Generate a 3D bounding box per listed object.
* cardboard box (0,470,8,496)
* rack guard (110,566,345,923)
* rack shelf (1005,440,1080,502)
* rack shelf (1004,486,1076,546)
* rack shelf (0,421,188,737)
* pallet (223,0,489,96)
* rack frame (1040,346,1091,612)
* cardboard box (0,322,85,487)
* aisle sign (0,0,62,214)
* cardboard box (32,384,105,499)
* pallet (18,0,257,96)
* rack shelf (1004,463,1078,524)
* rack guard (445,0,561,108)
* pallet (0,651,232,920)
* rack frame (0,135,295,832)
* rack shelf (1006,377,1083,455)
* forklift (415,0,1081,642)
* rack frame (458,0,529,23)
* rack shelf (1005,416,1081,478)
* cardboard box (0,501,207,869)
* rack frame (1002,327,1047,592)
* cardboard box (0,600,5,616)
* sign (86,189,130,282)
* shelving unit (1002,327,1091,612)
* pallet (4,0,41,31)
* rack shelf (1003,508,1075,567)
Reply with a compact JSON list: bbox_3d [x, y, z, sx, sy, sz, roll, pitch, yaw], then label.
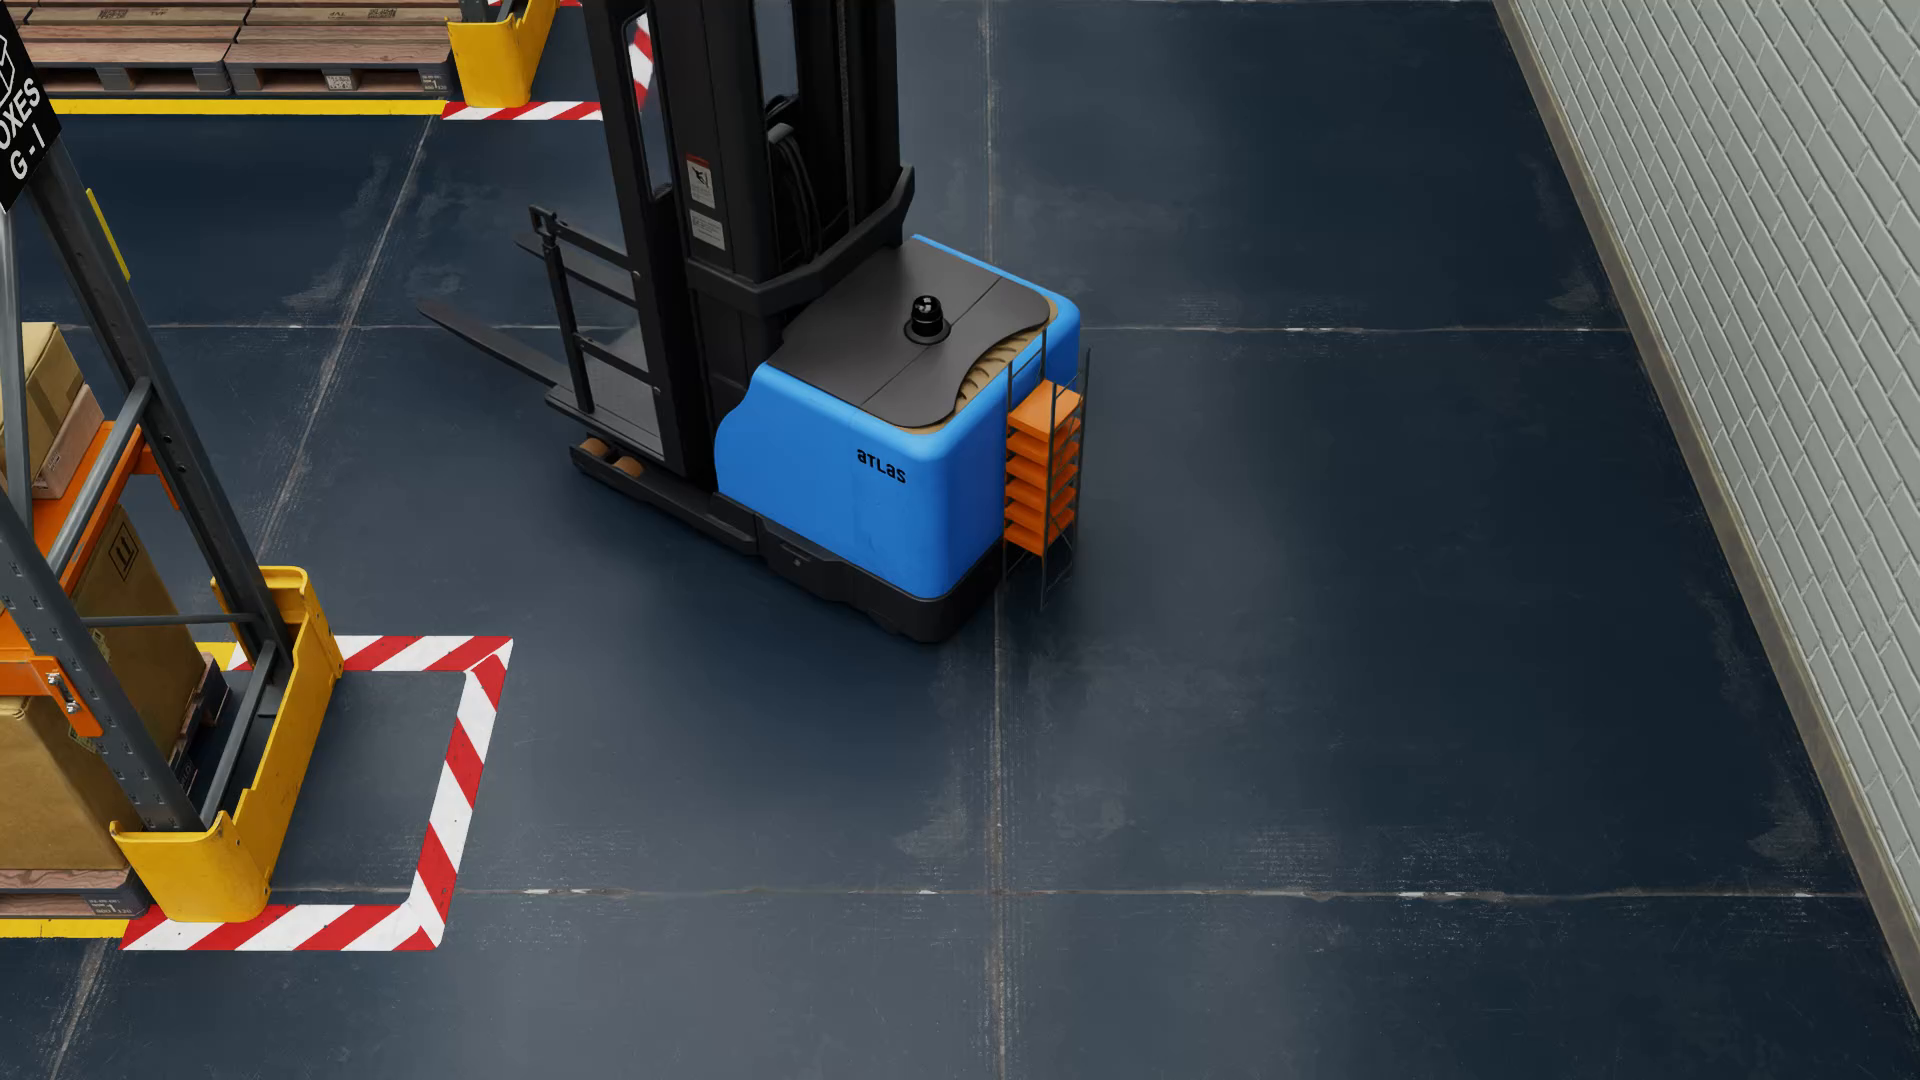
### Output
[{"bbox_3d":[-3.046,-0.014,4.694,0.500,0.250,0.500,-1,47,0],"label":"cardboard box"},{"bbox_3d":[-2.536,0.695,5.842,0.348,0.500,1.175,0,47,0],"label":"rack guard"},{"bbox_3d":[0.312,-0.287,6.175,0.180,0.103,0.258,27,53,23],"label":"rack shelf"},{"bbox_3d":[0.312,-0.123,6.351,0.180,0.103,0.258,27,53,23],"label":"rack shelf"},{"bbox_3d":[-4.560,0.083,5.196,4.000,0.370,1.077,0,47,0],"label":"rack shelf"},{"bbox_3d":[-3.366,-2.863,9.351,1.213,0.211,1.003,0,47,0],"label":"pallet"},{"bbox_3d":[0.387,-0.197,6.195,0.006,1.200,0.240,27,53,23],"label":"rack frame"},{"bbox_3d":[-3.039,-0.406,5.059,0.500,0.250,0.500,-1,47,-1],"label":"cardboard box"},{"bbox_3d":[-2.487,-1.262,4.180,0.004,0.787,0.394,0,47,0],"label":"aisle sign"},{"bbox_3d":[-2.914,-0.314,5.245,0.250,0.149,0.380,1,47,1],"label":"cardboard box"},{"bbox_3d":[-4.583,-2.868,9.356,1.213,0.211,1.003,0,47,0],"label":"pallet"},{"bbox_3d":[0.312,-0.205,6.263,0.180,0.103,0.258,27,53,23],"label":"rack shelf"},{"bbox_3d":[-2.518,-2.940,9.226,0.348,0.500,1.175,0,47,0],"label":"rack guard"},{"bbox_3d":[-3.360,0.848,5.897,1.213,0.211,1.003,0,47,0],"label":"pallet"},{"bbox_3d":[-2.560,-0.157,4.927,0.127,3.000,1.000,0,47,0],"label":"rack frame"},{"bbox_3d":[0.312,-0.450,5.999,0.180,0.103,0.258,27,53,23],"label":"rack shelf"},{"bbox_3d":[-1.034,-1.476,6.202,3.031,2.935,1.130,27,53,23],"label":"forklift"},{"bbox_3d":[-2.542,-3.782,8.302,0.127,3.000,1.000,0,47,0],"label":"rack frame"},{"bbox_3d":[0.312,-0.369,6.087,0.180,0.103,0.258,27,53,23],"label":"rack shelf"},{"bbox_3d":[-3.201,0.481,5.499,0.875,0.875,0.875,0,47,0],"label":"cardboard box"},{"bbox_3d":[0.237,-0.274,6.266,0.006,1.200,0.240,27,53,23],"label":"rack frame"},{"bbox_3d":[-2.918,0.169,4.796,0.250,0.149,0.380,1,47,1],"label":"cardboard box"},{"bbox_3d":[-2.552,-0.885,4.960,0.005,0.325,0.100,0,47,0],"label":"sign"},{"bbox_3d":[0.312,-0.235,6.230,0.189,1.200,0.258,27,53,23],"label":"shelving unit"},{"bbox_3d":[-5.806,-2.869,9.357,1.213,0.211,1.003,0,47,0],"label":"pallet"},{"bbox_3d":[0.312,-0.042,6.438,0.180,0.103,0.258,27,53,23],"label":"rack shelf"}]
